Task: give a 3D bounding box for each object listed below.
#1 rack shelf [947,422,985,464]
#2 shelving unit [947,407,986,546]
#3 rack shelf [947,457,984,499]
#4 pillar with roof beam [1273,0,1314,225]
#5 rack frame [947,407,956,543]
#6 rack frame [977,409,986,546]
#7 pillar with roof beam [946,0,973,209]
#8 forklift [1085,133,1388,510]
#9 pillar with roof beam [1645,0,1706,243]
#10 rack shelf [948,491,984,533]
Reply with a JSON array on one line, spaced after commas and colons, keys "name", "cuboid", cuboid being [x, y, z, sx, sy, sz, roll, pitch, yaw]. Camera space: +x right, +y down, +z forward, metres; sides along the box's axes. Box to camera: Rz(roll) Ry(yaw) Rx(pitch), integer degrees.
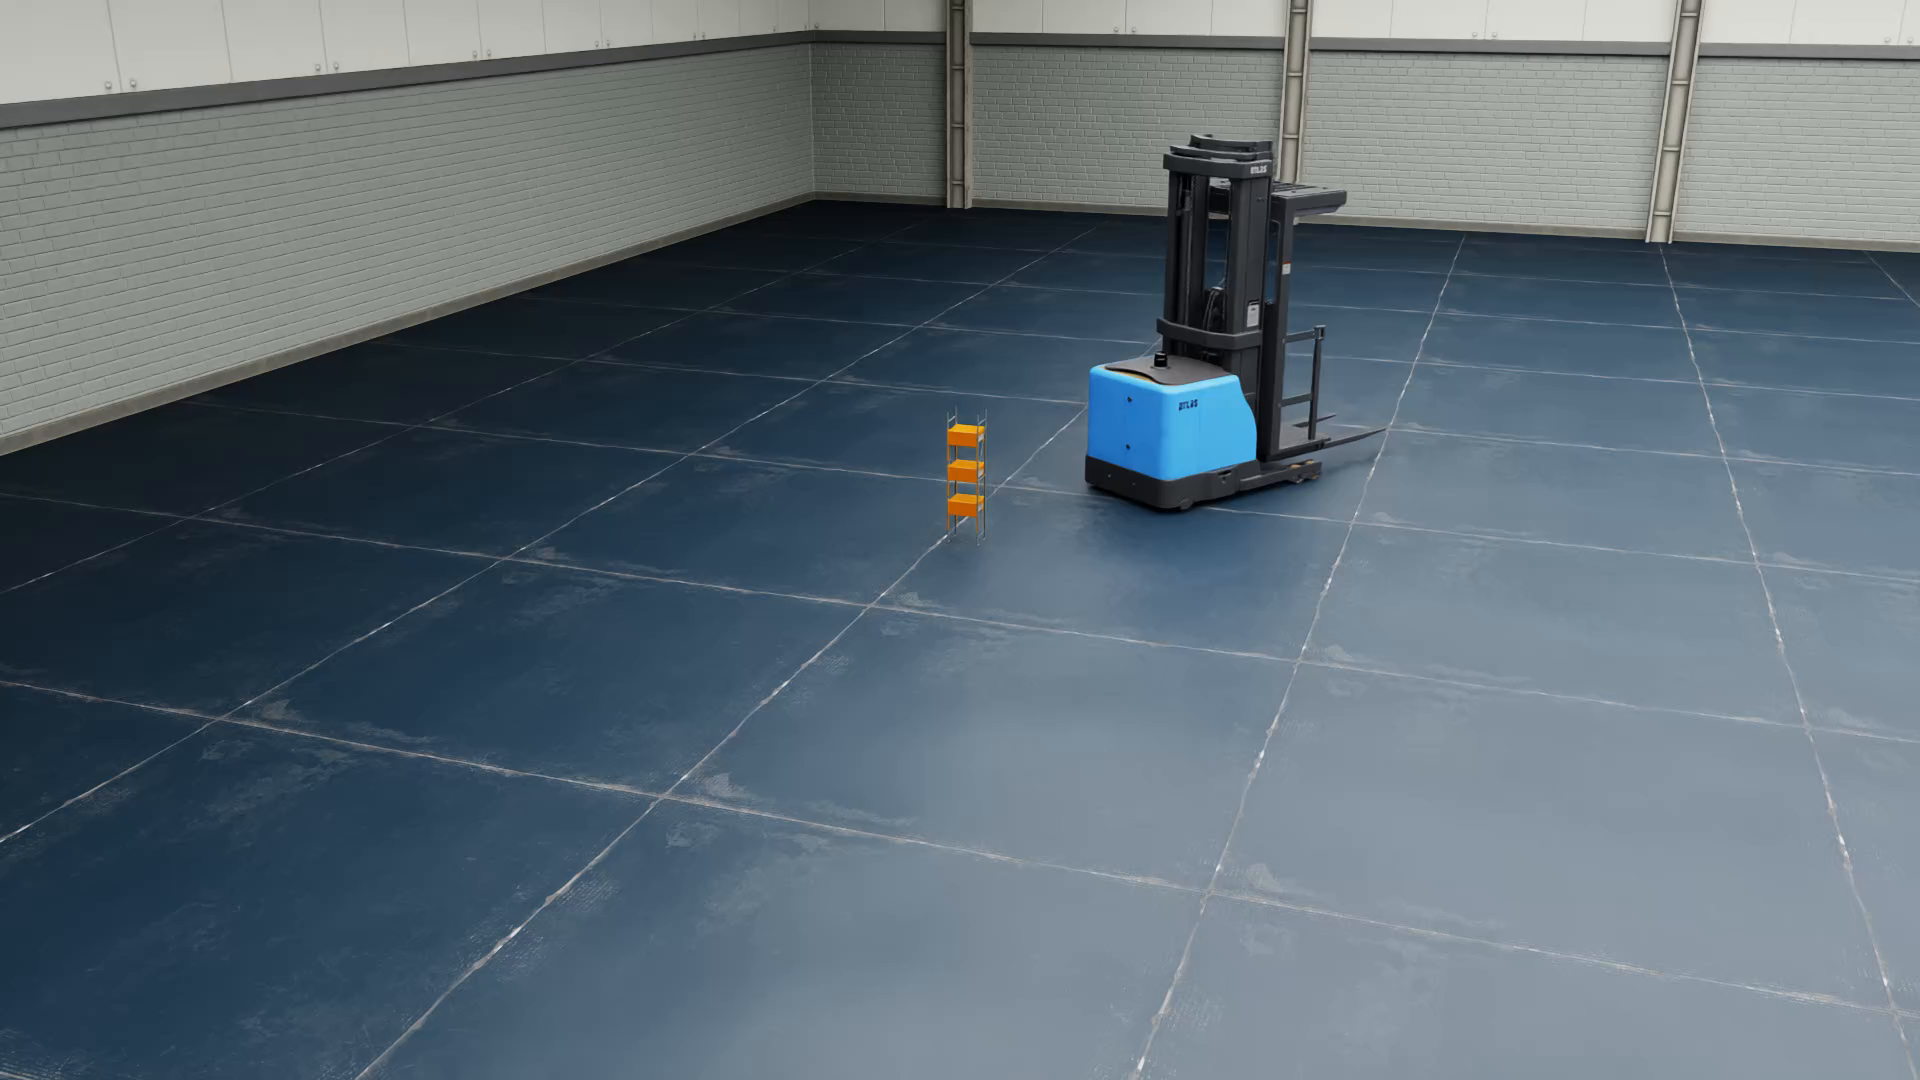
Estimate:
[{"name": "rack shelf", "cuboid": [0.051, -0.748, 12.797, 0.240, 0.259, 0.215, 7, 20, 18]}, {"name": "shelving unit", "cuboid": [0.051, -0.490, 12.887, 0.252, 1.050, 0.215, 7, 20, 18]}, {"name": "rack shelf", "cuboid": [0.051, -0.480, 12.890, 0.240, 0.259, 0.215, 7, 20, 18]}, {"name": "pillar with roof beam", "cuboid": [4.248, -8.407, 23.524, 0.400, 9.000, 9.100, 7, 20, 18]}, {"name": "rack frame", "cuboid": [-0.065, -0.503, 12.925, 0.008, 1.050, 0.200, 7, 20, 18]}, {"name": "rack frame", "cuboid": [0.166, -0.477, 12.849, 0.008, 1.050, 0.200, 7, 20, 18]}, {"name": "pillar with roof beam", "cuboid": [-1.420, -9.055, 25.383, 0.400, 9.000, 9.100, 7, 20, 18]}, {"name": "forklift", "cuboid": [2.555, -1.998, 14.355, 3.031, 2.935, 1.130, -14, 24, -35]}, {"name": "pillar with roof beam", "cuboid": [9.916, -7.759, 21.665, 0.400, 9.000, 9.100, 7, 20, 18]}, {"name": "rack shelf", "cuboid": [0.051, -0.218, 12.982, 0.240, 0.259, 0.215, 7, 20, 18]}]
